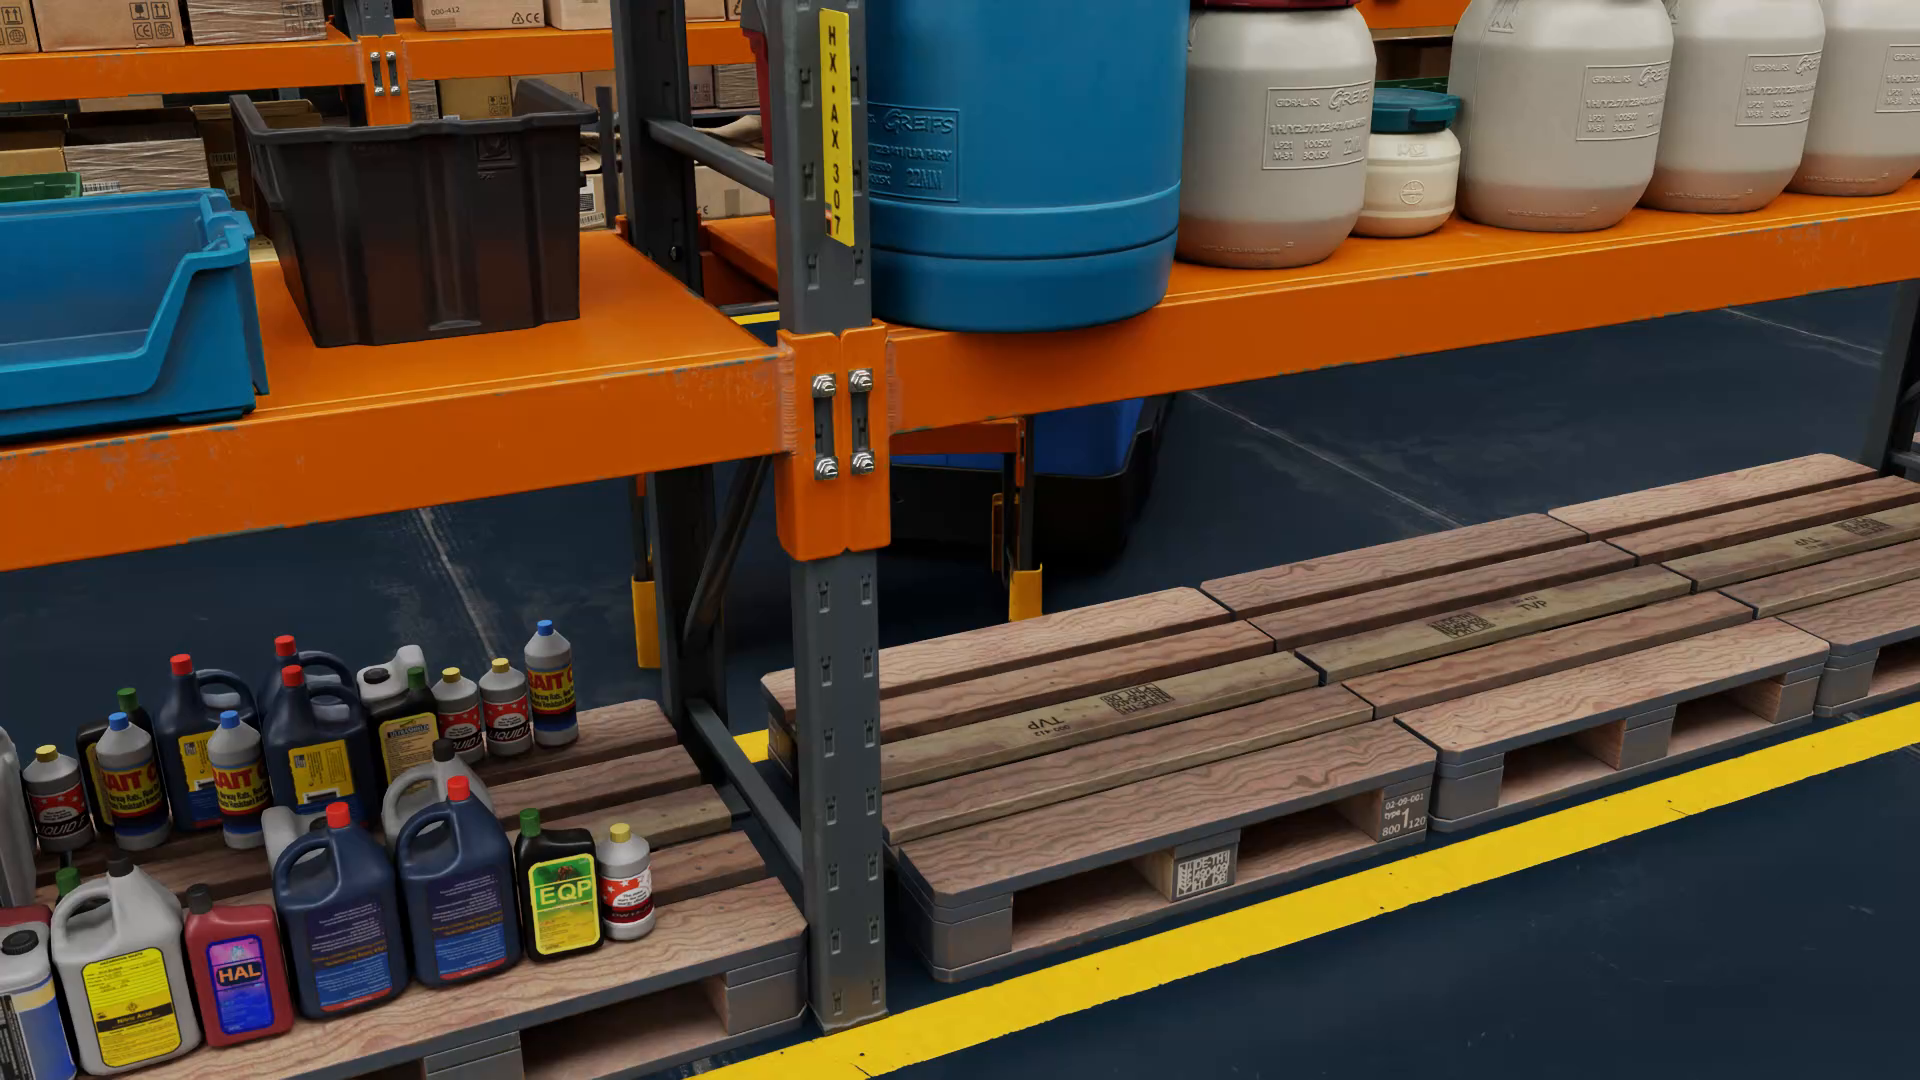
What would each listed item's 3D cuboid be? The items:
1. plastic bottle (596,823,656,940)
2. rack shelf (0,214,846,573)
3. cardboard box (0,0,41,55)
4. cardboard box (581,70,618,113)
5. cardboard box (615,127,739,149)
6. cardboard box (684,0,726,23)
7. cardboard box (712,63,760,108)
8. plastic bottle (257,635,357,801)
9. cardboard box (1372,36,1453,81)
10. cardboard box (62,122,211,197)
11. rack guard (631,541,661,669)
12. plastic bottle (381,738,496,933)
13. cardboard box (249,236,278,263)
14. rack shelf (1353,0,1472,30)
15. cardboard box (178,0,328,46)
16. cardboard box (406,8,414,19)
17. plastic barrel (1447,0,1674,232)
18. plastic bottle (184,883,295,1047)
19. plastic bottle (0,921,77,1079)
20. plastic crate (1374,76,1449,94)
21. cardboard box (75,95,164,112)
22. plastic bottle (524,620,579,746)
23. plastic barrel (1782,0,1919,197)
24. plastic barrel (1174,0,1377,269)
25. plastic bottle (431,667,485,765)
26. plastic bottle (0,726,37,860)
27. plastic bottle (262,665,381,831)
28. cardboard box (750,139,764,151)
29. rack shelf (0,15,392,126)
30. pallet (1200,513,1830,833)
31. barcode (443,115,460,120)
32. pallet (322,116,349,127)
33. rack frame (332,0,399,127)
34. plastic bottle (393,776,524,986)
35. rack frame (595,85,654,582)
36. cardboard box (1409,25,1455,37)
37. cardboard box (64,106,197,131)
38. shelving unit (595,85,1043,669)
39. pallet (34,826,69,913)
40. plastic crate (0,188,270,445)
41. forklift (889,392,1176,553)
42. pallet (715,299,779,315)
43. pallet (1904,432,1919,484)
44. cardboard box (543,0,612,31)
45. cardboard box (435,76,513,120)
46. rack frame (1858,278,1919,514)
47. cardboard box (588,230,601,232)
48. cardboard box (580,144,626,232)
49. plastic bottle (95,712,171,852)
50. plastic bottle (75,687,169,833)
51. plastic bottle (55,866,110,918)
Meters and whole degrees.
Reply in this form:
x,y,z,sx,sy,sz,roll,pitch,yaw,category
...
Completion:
x,y,z,sx,sy,sz,roll,pitch,yaw,category
-0.598,0.600,2.962,0.097,0.201,0.097,0,22,0,plastic bottle
-2.209,0.007,2.252,4.000,0.370,1.077,-10,25,-24,rack shelf
-3.875,-2.164,6.425,0.500,0.500,0.700,-10,25,-23,cardboard box
-2.675,-3.508,12.497,0.500,0.500,0.700,-11,25,-24,cardboard box
-1.394,-1.884,8.193,0.500,0.311,0.500,-11,25,-24,cardboard box
-1.378,-2.620,7.528,0.500,0.500,0.500,-9,24,-20,cardboard box
-1.725,-3.646,12.829,0.500,0.500,0.700,-10,25,-23,cardboard box
-1.314,0.354,3.361,0.185,0.351,0.144,-10,24,-22,plastic bottle
2.763,-2.841,9.905,0.500,0.250,0.500,-11,25,-25,cardboard box
-3.330,-1.404,6.785,0.500,0.500,0.500,-10,25,-24,cardboard box
-0.836,0.116,4.644,0.087,0.250,0.587,-2,23,-4,rack guard
-0.924,0.520,2.961,0.185,0.351,0.144,-10,25,-24,plastic bottle
-2.874,-1.136,7.119,0.500,0.250,0.500,-10,25,-24,cardboard box
2.855,-3.028,9.584,4.000,0.370,1.077,-10,25,-24,rack shelf
-2.948,-2.335,6.839,0.500,0.500,0.700,-11,25,-25,cardboard box
-3.652,-3.668,11.903,0.500,0.250,0.500,-11,25,-25,cardboard box
1.212,-0.925,3.385,0.433,0.535,0.433,0,22,0,plastic barrel
-1.163,0.674,2.677,0.133,0.283,0.061,-9,24,-20,plastic bottle
-1.474,0.715,2.587,0.135,0.276,0.152,-10,24,-23,plastic bottle
1.040,-0.946,3.890,0.662,0.188,0.450,-10,25,-24,plastic crate
-5.621,-2.934,11.109,0.500,0.500,0.500,-12,26,-28,cardboard box
-0.884,0.302,3.591,0.097,0.271,0.097,0,22,0,plastic bottle
1.984,-1.058,3.739,0.421,0.512,0.421,0,22,0,plastic barrel
0.551,-0.803,3.091,0.433,0.535,0.433,0,22,0,plastic barrel
-1.067,0.368,3.523,0.097,0.201,0.097,0,22,0,plastic bottle
-1.867,0.456,3.115,0.185,0.351,0.144,-11,25,-24,plastic bottle
-1.251,0.404,3.241,0.185,0.351,0.144,-10,25,-24,plastic bottle
-0.686,-1.786,7.955,0.500,0.311,0.500,-10,24,-22,cardboard box
-4.353,-1.701,6.378,4.000,0.370,1.077,-10,25,-24,rack shelf
1.385,0.284,4.289,1.213,0.211,1.003,-10,25,-24,pallet
-2.141,-1.756,7.007,0.075,0.075,0.001,-10,25,-24,barcode
-4.002,-2.913,12.011,1.213,0.211,1.003,-10,25,-24,pallet
-2.551,-2.365,7.042,0.127,3.000,1.000,-10,25,-24,rack frame
-0.862,0.569,2.841,0.185,0.351,0.144,-11,25,-25,plastic bottle
-0.855,-0.461,4.404,0.032,1.500,0.500,-2,23,-4,rack frame
4.141,-4.693,15.385,0.500,0.500,0.700,-10,24,-22,cardboard box
-3.552,-1.580,7.212,0.500,0.500,0.500,-10,25,-24,cardboard box
-0.339,-0.476,4.438,1.083,1.500,0.587,-2,23,-4,shelving unit
-2.130,0.932,2.723,1.213,0.211,1.003,-10,25,-24,pallet
-1.286,-0.311,2.275,0.616,0.251,0.499,-10,25,-24,plastic crate
0.261,-1.848,5.882,1.130,2.935,3.031,4,23,11,forklift
-0.804,-1.416,8.395,1.213,0.211,1.003,-10,25,-24,pallet
3.890,-0.178,5.403,1.213,0.211,1.003,-10,25,-24,pallet
-1.664,-2.325,7.274,0.250,0.149,0.380,-10,25,-24,cardboard box
-3.603,-3.351,12.116,0.500,0.500,0.700,-11,25,-25,cardboard box
3.198,-1.321,4.519,0.127,3.000,1.000,-10,25,-24,rack frame
-1.619,-1.354,7.646,0.500,0.250,0.500,-10,24,-22,cardboard box
-1.618,-1.612,7.534,0.500,0.311,0.500,-11,25,-24,cardboard box
-1.600,0.459,3.210,0.097,0.271,0.097,0,22,0,plastic bottle
-1.651,0.430,3.266,0.133,0.283,0.061,-9,24,-21,plastic bottle
-1.393,0.655,2.722,0.133,0.283,0.061,-10,25,-24,plastic bottle
